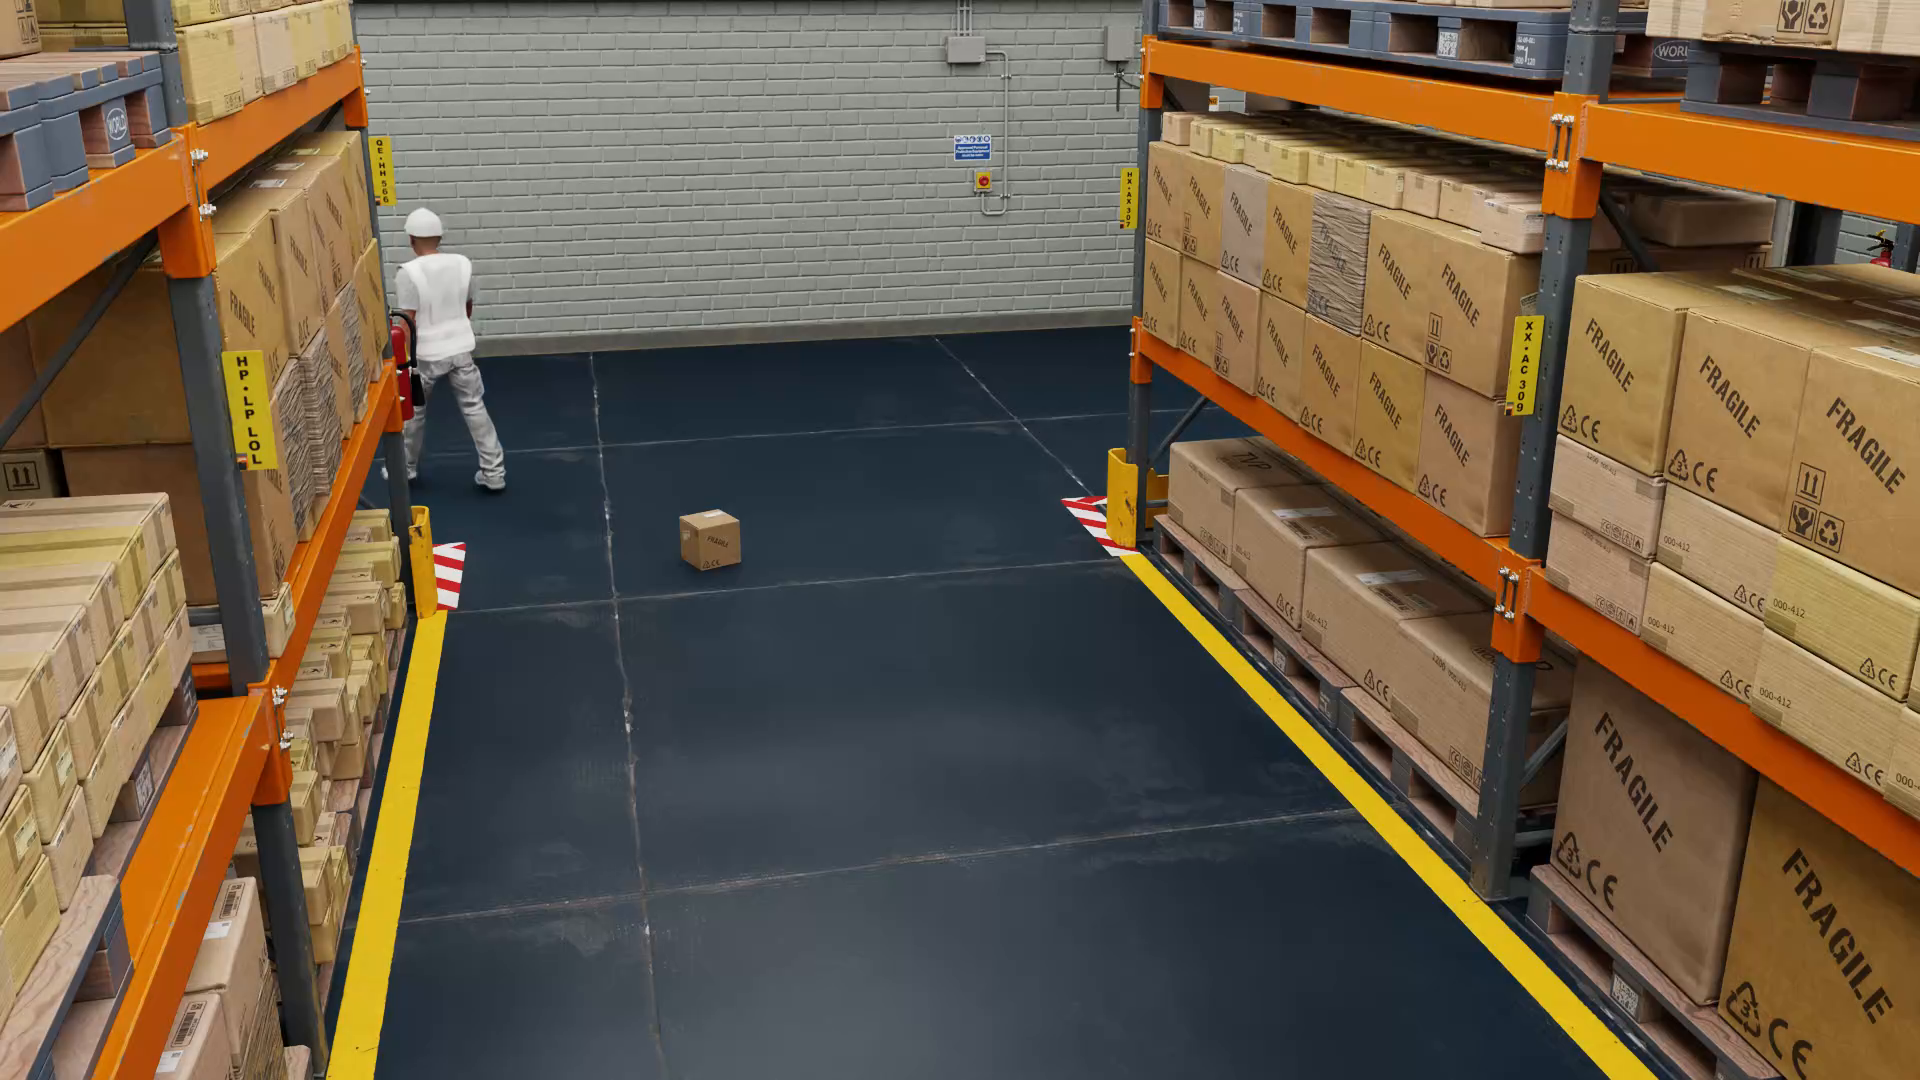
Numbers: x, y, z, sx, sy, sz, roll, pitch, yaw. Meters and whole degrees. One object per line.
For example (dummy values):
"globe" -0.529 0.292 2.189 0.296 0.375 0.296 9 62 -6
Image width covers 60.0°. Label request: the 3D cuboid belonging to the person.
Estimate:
"person" -3.311 -1.198 10.404 0.913 1.752 0.657 16 25 38
